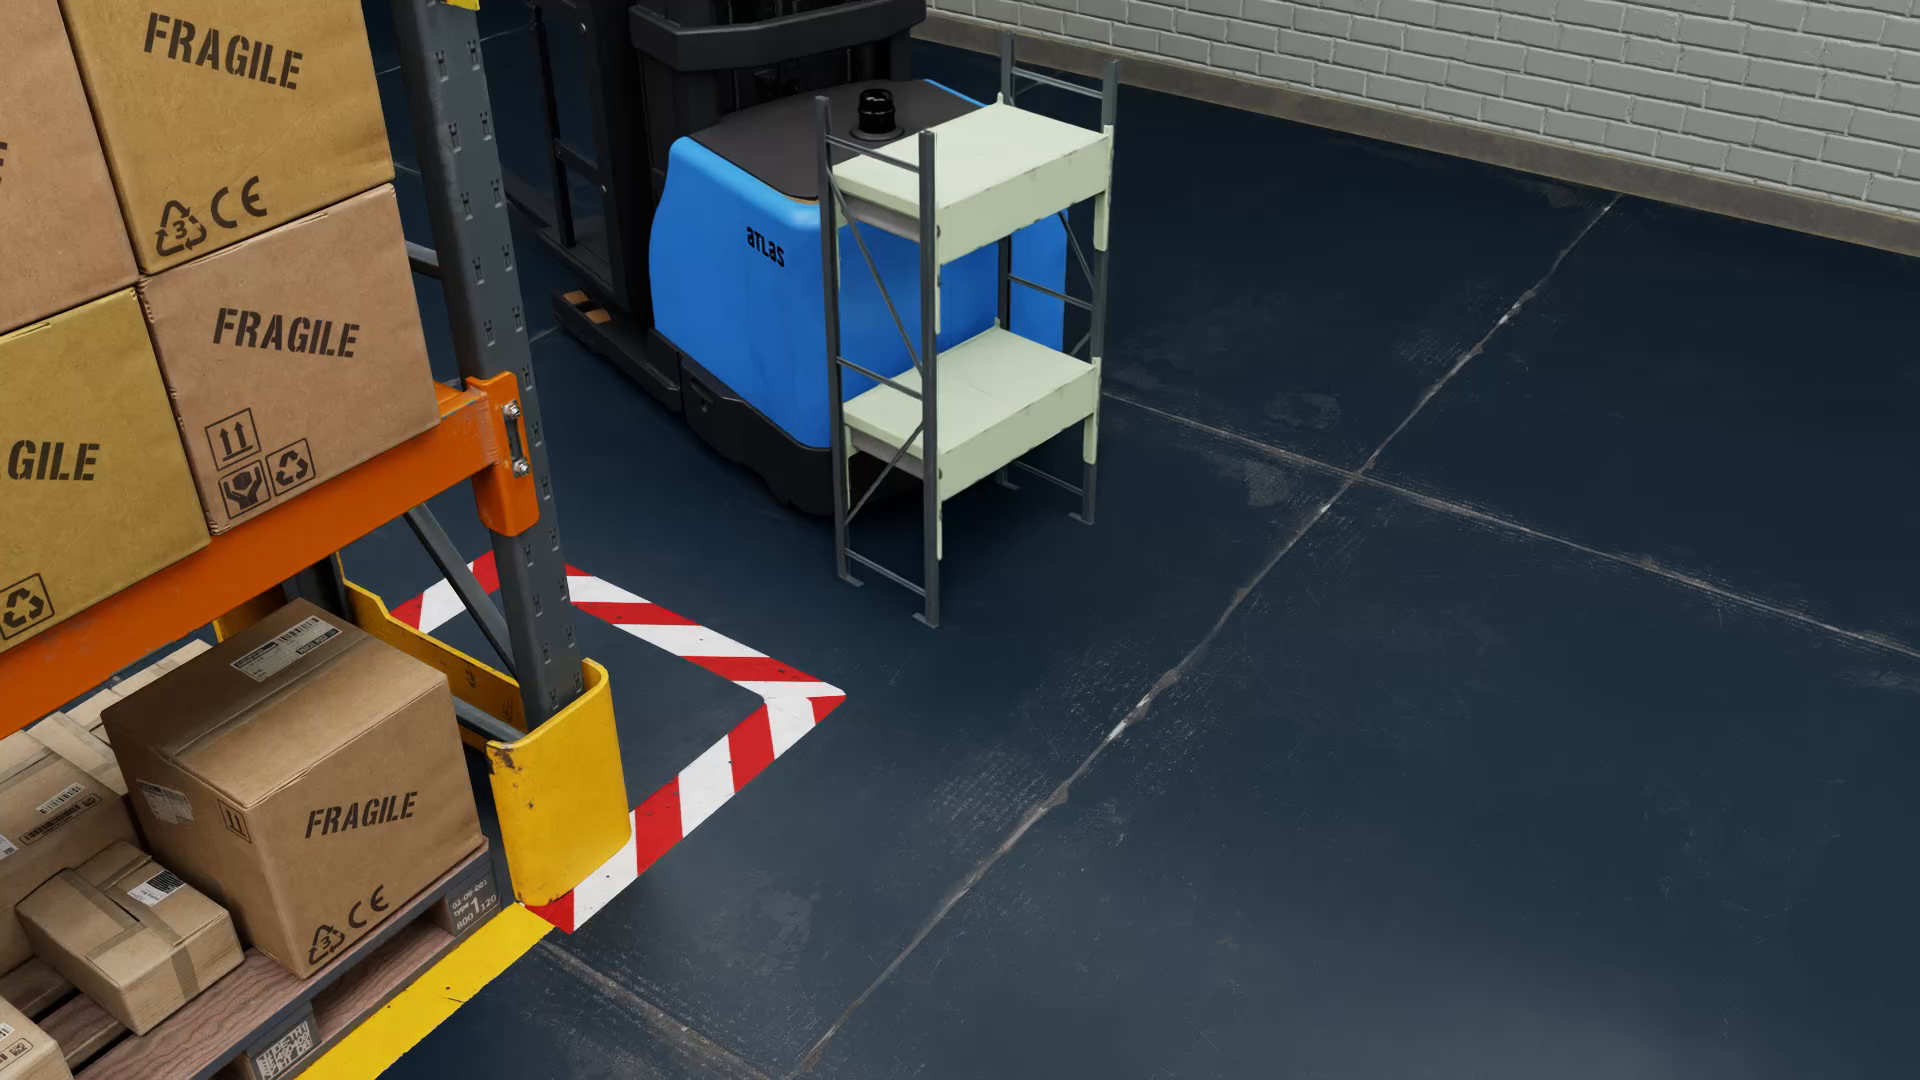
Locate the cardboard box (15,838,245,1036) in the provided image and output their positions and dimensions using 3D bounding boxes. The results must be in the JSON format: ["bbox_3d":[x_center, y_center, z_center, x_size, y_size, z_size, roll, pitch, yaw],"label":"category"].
[{"bbox_3d":[-1.743,0.822,3.493,0.380,0.166,0.250,21,39,28],"label":"cardboard box"}]

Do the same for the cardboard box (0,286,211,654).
[{"bbox_3d":[-1.655,-0.165,2.726,0.500,0.500,0.500,22,40,29],"label":"cardboard box"}]

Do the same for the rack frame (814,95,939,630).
[{"bbox_3d":[-0.217,-0.438,4.559,0.400,1.500,0.023,27,42,34],"label":"rack frame"}]

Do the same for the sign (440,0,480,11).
[{"bbox_3d":[-0.886,-1.080,2.854,0.100,0.325,0.005,21,39,28],"label":"sign"}]

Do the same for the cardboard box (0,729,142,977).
[{"bbox_3d":[-2.159,0.690,3.613,0.500,0.250,0.500,21,39,28],"label":"cardboard box"}]

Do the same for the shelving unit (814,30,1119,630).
[{"bbox_3d":[0.028,-0.590,4.784,0.431,1.500,0.755,27,42,34],"label":"shelving unit"}]

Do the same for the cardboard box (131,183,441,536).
[{"bbox_3d":[-1.363,-0.404,3.081,0.500,0.500,0.500,23,40,30],"label":"cardboard box"}]

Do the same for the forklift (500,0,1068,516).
[{"bbox_3d":[-0.913,-2.064,5.686,1.130,2.935,3.031,-22,40,-29],"label":"forklift"}]

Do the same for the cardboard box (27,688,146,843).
[{"bbox_3d":[-1.994,0.533,3.920,0.380,0.166,0.250,21,39,28],"label":"cardboard box"}]

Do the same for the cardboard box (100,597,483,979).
[{"bbox_3d":[-1.438,0.526,3.633,0.500,0.500,0.500,21,39,28],"label":"cardboard box"}]

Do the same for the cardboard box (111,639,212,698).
[{"bbox_3d":[-1.852,0.426,4.095,0.380,0.149,0.250,21,39,28],"label":"cardboard box"}]

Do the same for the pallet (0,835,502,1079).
[{"bbox_3d":[-1.828,0.901,3.729,1.003,0.211,1.213,21,39,28],"label":"pallet"}]

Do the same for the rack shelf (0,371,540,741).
[{"bbox_3d":[-2.471,0.562,2.383,1.077,0.370,4.000,21,39,28],"label":"rack shelf"}]

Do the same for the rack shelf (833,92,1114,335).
[{"bbox_3d":[0.028,-0.913,4.565,0.431,0.370,0.720,27,42,34],"label":"rack shelf"}]

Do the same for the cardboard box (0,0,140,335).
[{"bbox_3d":[-1.646,-0.586,2.457,0.500,0.500,0.500,22,40,29],"label":"cardboard box"}]

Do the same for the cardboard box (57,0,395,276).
[{"bbox_3d":[-1.359,-0.819,2.802,0.500,0.500,0.500,21,39,28],"label":"cardboard box"}]

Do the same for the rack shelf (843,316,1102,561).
[{"bbox_3d":[0.028,-0.320,4.966,0.431,0.370,0.720,27,42,34],"label":"rack shelf"}]

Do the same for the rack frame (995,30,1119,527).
[{"bbox_3d":[0.273,-0.742,5.009,0.400,1.500,0.023,27,42,34],"label":"rack frame"}]

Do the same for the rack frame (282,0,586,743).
[{"bbox_3d":[-1.331,-0.656,3.542,1.000,3.000,0.127,21,39,28],"label":"rack frame"}]

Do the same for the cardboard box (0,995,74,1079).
[{"bbox_3d":[-2.005,1.057,3.071,0.500,0.250,0.500,21,39,28],"label":"cardboard box"}]

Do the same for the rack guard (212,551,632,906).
[{"bbox_3d":[-1.374,0.414,4.191,1.175,0.500,0.348,21,39,28],"label":"rack guard"}]
